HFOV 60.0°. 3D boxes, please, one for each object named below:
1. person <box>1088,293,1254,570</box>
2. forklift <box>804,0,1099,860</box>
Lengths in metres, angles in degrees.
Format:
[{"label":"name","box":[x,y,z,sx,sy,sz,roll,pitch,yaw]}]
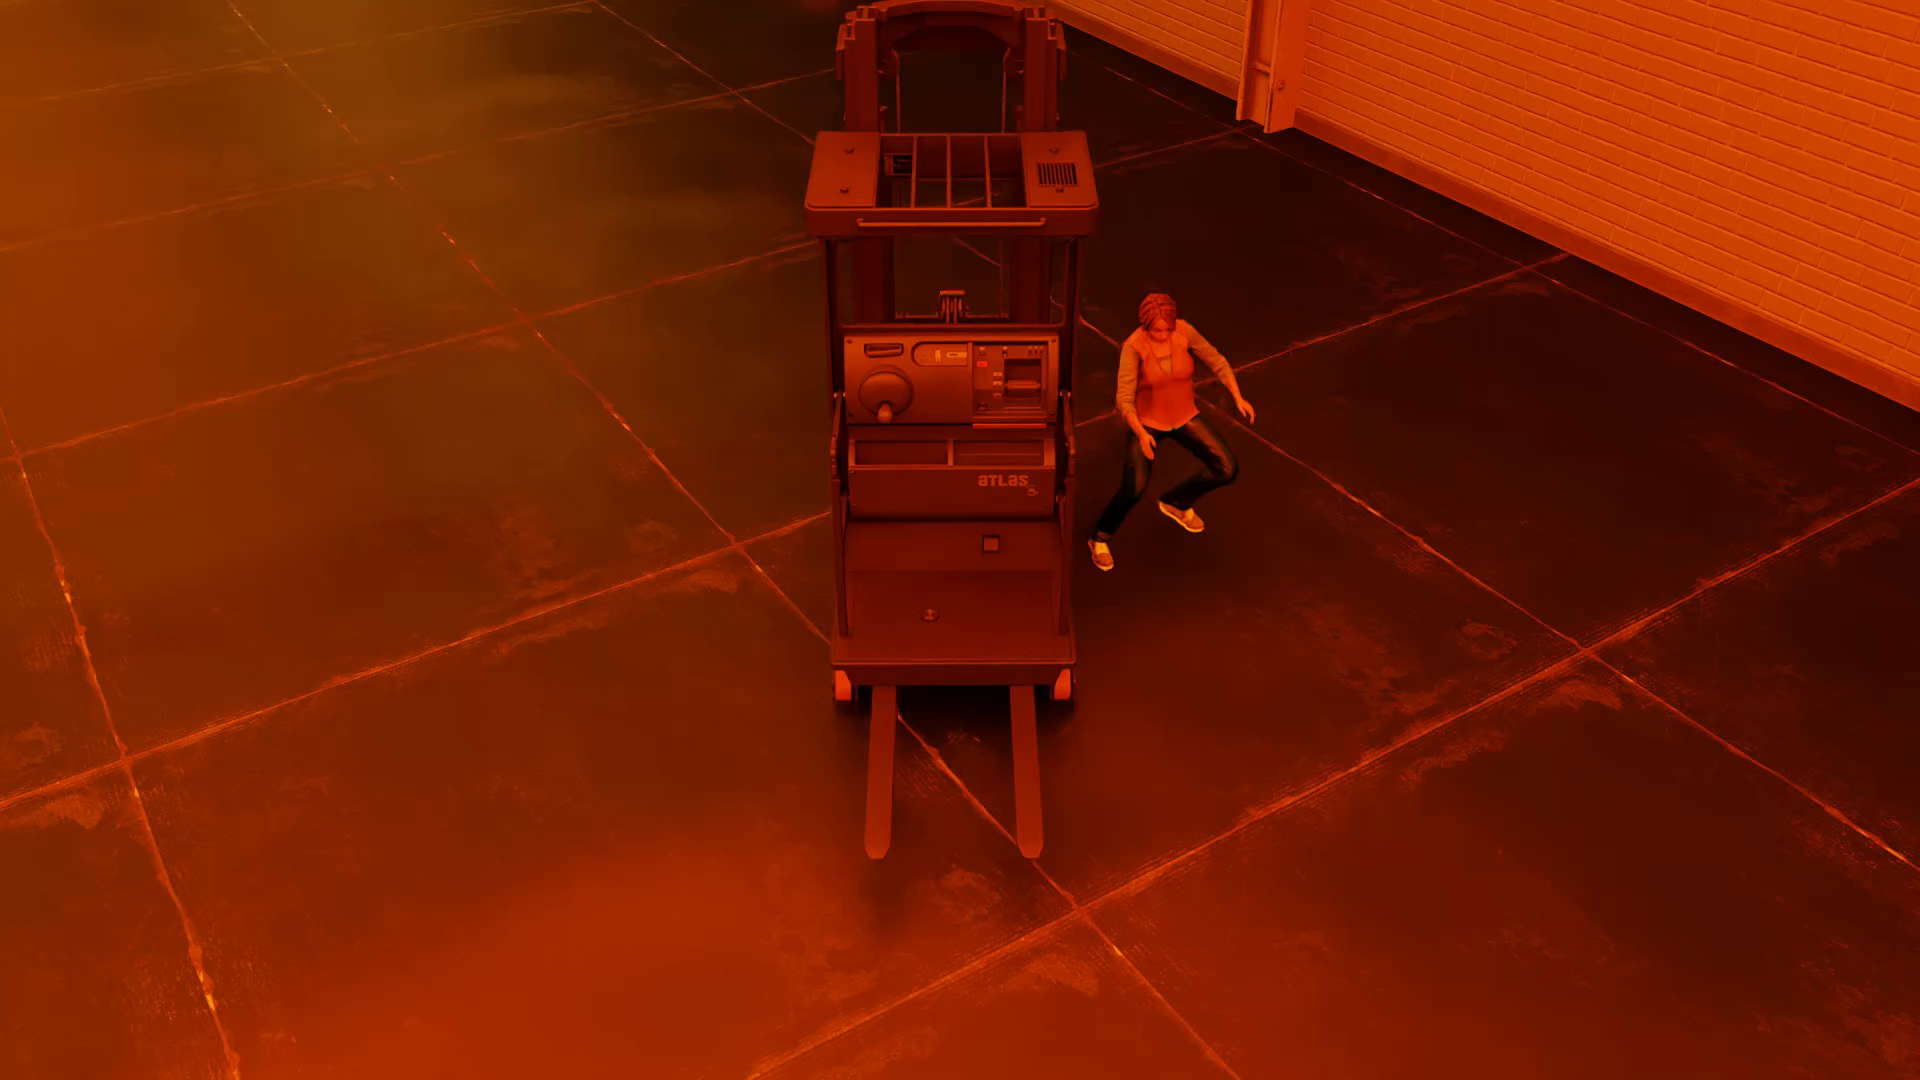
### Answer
[{"label":"person","box":[1.047,-0.517,8.224,0.762,1.413,0.681,-8,36,-12]},{"label":"forklift","box":[-0.033,-0.638,7.055,1.130,2.935,3.031,0,35,0]}]
